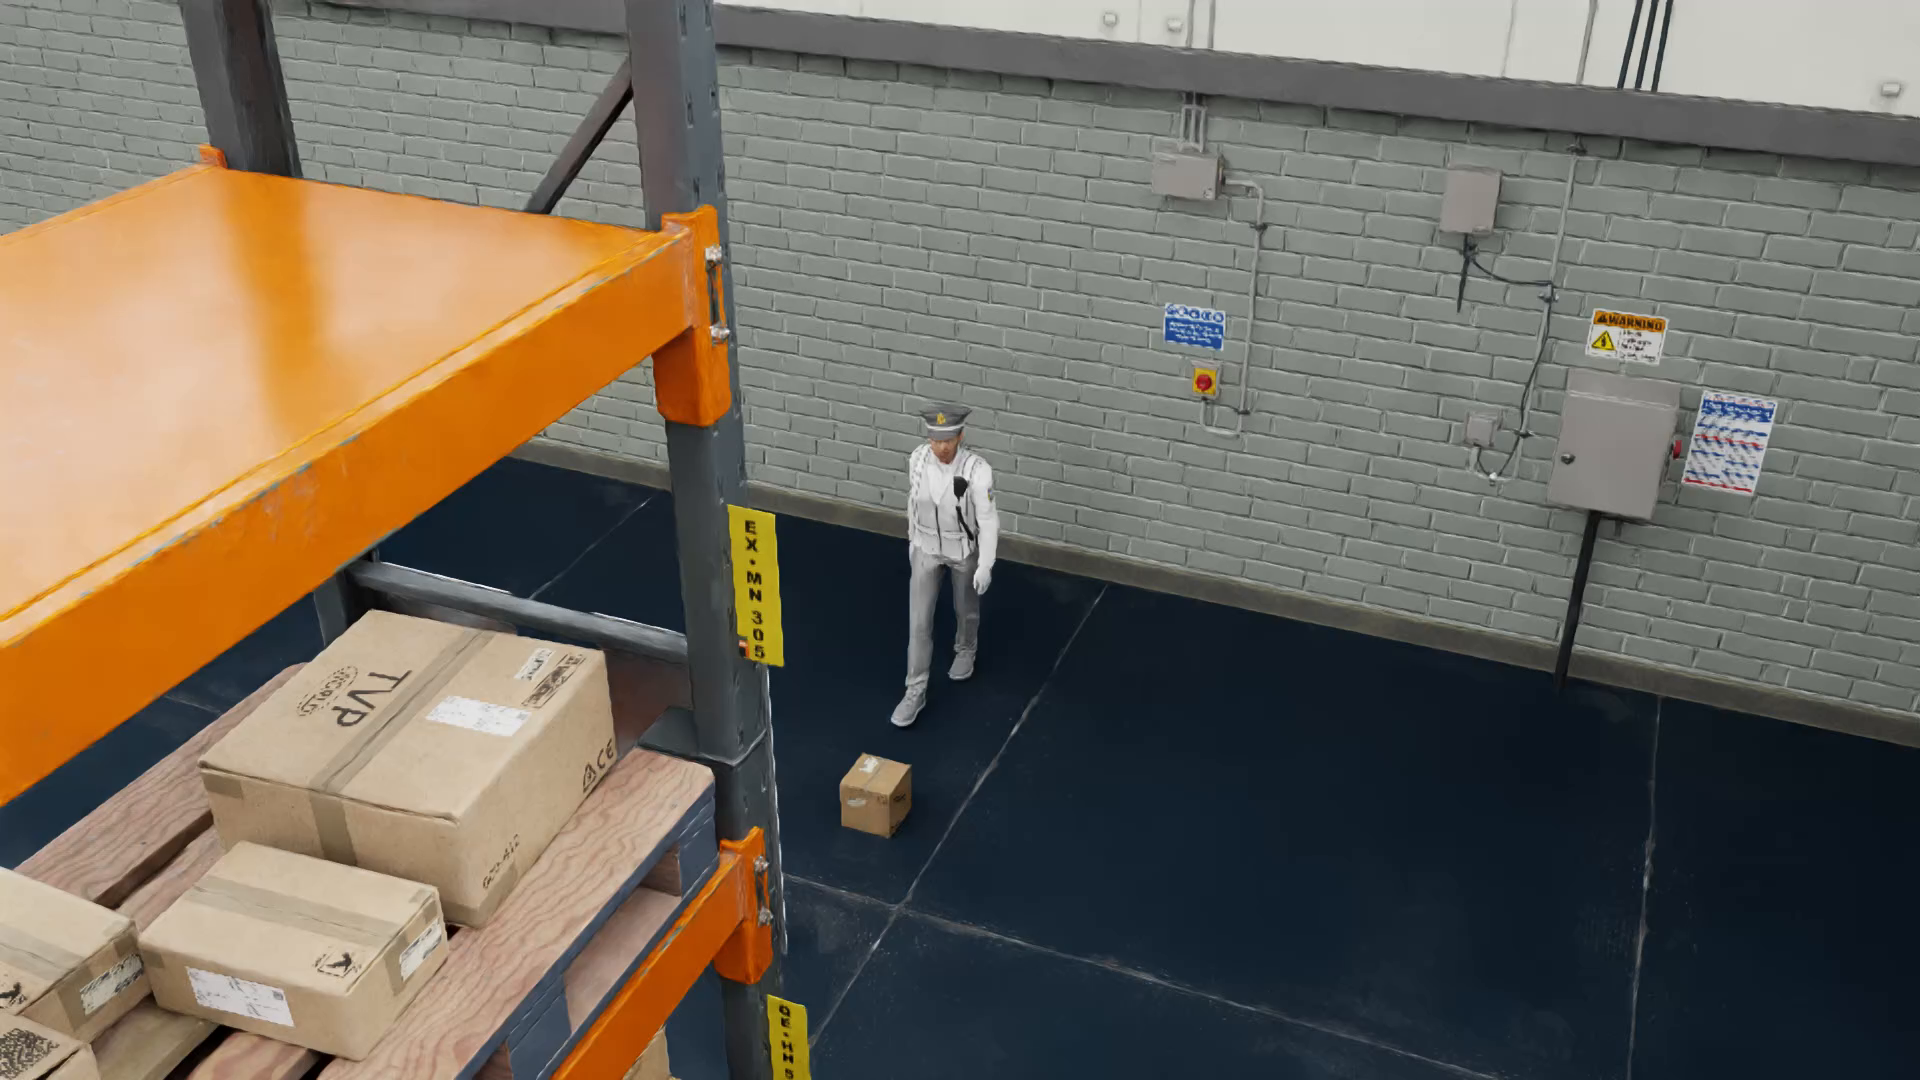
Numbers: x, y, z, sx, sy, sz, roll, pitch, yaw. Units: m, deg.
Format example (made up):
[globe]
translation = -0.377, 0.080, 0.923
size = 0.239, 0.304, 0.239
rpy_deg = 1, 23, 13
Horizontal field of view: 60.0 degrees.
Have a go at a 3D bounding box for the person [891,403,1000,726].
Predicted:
[person]
translation = -0.060, 0.080, 8.211
size = 0.502, 1.643, 0.786
rpy_deg = 8, 31, 14
